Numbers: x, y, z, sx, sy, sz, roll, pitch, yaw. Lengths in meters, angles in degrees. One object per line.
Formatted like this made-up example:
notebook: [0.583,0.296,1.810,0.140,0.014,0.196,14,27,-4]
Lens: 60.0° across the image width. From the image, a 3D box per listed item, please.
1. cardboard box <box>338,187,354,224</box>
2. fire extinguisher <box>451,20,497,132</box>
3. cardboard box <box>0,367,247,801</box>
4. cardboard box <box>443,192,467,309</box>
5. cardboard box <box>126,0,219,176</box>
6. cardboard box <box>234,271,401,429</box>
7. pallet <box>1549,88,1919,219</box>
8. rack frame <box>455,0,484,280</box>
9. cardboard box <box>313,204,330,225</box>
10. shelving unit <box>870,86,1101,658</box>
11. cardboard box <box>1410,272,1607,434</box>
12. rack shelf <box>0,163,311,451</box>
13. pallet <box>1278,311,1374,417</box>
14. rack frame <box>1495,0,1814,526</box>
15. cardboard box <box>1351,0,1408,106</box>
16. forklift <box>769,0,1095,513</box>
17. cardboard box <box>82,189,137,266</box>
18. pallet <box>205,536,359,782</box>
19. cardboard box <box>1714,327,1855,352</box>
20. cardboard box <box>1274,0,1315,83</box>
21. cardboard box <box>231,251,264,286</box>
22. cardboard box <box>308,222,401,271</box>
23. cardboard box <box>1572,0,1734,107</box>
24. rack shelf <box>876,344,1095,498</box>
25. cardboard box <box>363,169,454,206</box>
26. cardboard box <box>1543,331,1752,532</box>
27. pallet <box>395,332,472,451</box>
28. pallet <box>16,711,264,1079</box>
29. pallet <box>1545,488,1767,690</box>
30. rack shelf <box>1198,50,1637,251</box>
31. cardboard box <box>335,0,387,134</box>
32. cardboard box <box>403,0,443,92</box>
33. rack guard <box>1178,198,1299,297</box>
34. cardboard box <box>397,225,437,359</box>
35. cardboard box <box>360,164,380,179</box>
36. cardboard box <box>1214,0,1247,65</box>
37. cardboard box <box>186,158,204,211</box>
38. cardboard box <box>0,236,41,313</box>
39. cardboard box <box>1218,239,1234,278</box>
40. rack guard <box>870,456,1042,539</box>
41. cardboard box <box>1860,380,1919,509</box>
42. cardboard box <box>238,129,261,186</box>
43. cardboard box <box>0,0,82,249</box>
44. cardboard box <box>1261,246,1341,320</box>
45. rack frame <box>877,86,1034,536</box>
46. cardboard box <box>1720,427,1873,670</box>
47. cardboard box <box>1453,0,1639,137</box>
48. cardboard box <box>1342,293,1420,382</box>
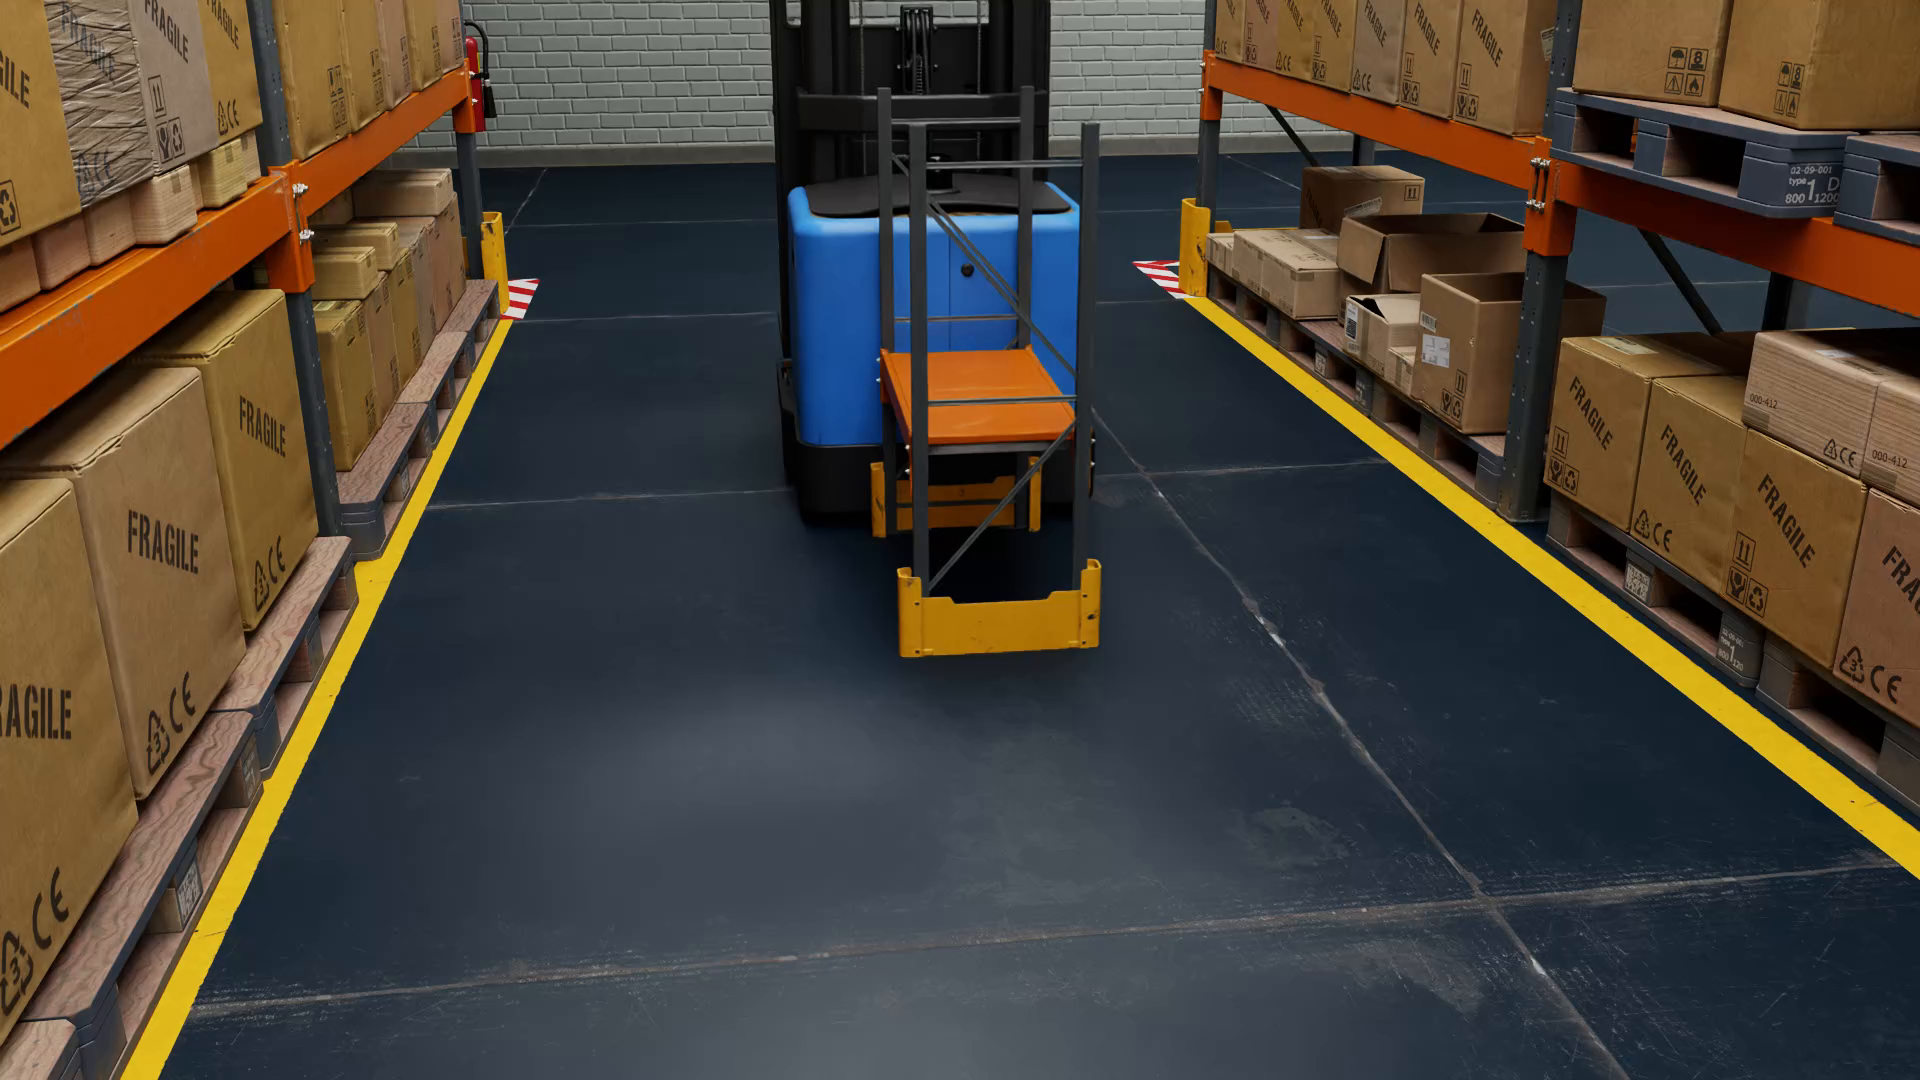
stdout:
cardboard box: [-2.960,-1.499,7.489,0.380,0.149,0.250,-3,21,-7]
fire extinguisher: [-2.618,-2.501,8.768,0.296,0.674,0.183,-3,21,-8]
cardboard box: [-2.123,0.085,3.673,0.750,0.750,0.750,-2,21,-6]
cardboard box: [-2.853,-1.424,8.215,0.700,0.500,0.500,-3,21,-8]
cardboard box: [-2.077,-1.123,3.840,0.500,0.500,0.500,-3,21,-7]
cardboard box: [-2.552,-0.715,6.316,0.700,0.500,0.500,-3,21,-8]
pallet: [2.432,-1.130,4.729,1.003,0.211,1.213,-3,21,-8]
rack frame: [-3.053,-2.636,8.487,1.000,3.000,0.127,-3,21,-8]
cardboard box: [-2.885,-1.323,7.015,0.380,0.149,0.250,-3,21,-7]
shelving unit: [0.050,-0.560,5.073,0.587,1.500,1.083,-3,21,-7]
cardboard box: [2.062,-0.720,6.301,0.500,0.500,0.500,-3,21,-8]
rack shelf: [-2.188,-0.222,3.050,1.077,0.370,4.000,-3,21,-8]
pallet: [2.148,-0.857,7.709,1.003,0.211,1.213,-3,21,-8]
rack frame: [2.425,-1.502,5.451,1.000,3.000,0.127,-3,21,-8]
cardboard box: [1.947,-2.065,6.816,0.500,0.500,0.500,-2,21,-7]
forklift: [-0.223,-1.944,6.732,1.130,2.935,3.031,-3,21,-7]
cardboard box: [-2.029,-0.685,3.594,0.380,0.149,0.250,-3,21,-8]
pallet: [-2.291,0.319,4.561,1.003,0.211,1.213,-3,21,-8]
cardboard box: [2.780,-0.381,5.393,0.500,0.500,0.500,-3,21,-8]
cardboard box: [1.800,-2.415,7.751,0.500,0.500,0.500,-3,21,-8]
cardboard box: [-2.775,-1.058,6.307,0.380,0.149,0.250,-4,21,-9]
cardboard box: [-2.427,-1.153,6.562,0.380,0.149,0.250,-4,21,-9]
cardboard box: [2.272,-1.570,4.891,0.700,0.500,0.500,-10,23,-26]
rack shelf: [0.052,-0.389,5.127,0.538,0.185,1.000,-3,21,-7]
cardboard box: [-2.655,-1.693,8.007,0.380,0.149,0.250,-3,21,-8]
cardboard box: [2.253,-0.358,5.330,0.500,0.500,0.500,-4,21,-10]
pallet: [-2.688,-0.635,7.115,1.003,0.211,1.213,-3,21,-8]
pallet: [-2.112,0.742,3.428,1.003,0.211,1.213,-3,21,-8]
pallet: [2.579,0.084,5.190,1.003,0.211,1.213,-3,21,-8]
rack shelf: [2.136,-1.858,7.431,1.077,0.370,4.000,-3,21,-8]
cardboard box: [-2.638,-1.833,5.909,0.980,0.700,0.700,-3,21,-9]
cardboard box: [-2.854,-2.349,7.290,0.980,0.700,0.700,-3,21,-8]
rack guard: [1.859,-1.690,9.526,1.175,0.500,0.348,-3,21,-8]
cardboard box: [-2.708,-1.077,7.285,0.700,0.500,0.500,-4,21,-10]
cardboard box: [-3.069,-1.761,8.190,0.380,0.149,0.250,-3,21,-7]
cardboard box: [1.651,-2.767,8.695,0.500,0.500,0.500,-2,21,-7]
cardboard box: [-2.095,-0.862,4.067,0.380,0.149,0.250,-2,21,-6]
cardboard box: [-1.981,-0.505,3.112,0.380,0.149,0.250,-2,21,-6]
cardboard box: [1.604,-1.517,8.911,0.380,0.166,0.250,-3,21,-8]
rack guard: [-0.013,-0.148,5.754,0.587,0.250,0.087,-3,21,-7]
cardboard box: [2.470,-0.189,3.807,0.500,0.250,0.500,-3,21,-9]
cardboard box: [-2.148,-1.040,4.544,0.380,0.149,0.250,-3,21,-7]
cardboard box: [-1.936,-0.776,2.911,0.500,0.500,0.500,-2,21,-6]
cardboard box: [1.790,-1.256,8.094,0.500,0.250,0.500,-3,21,-8]
rack frame: [-0.013,-0.733,5.536,0.500,1.500,0.032,-3,21,-7]
cardboard box: [2.406,0.000,4.373,0.500,0.500,0.500,-3,21,-7]
cardboard box: [2.099,-1.709,5.862,0.500,0.500,0.500,-3,21,-7]
cardboard box: [1.954,-0.891,7.030,0.500,0.311,0.500,-3,21,-8]
